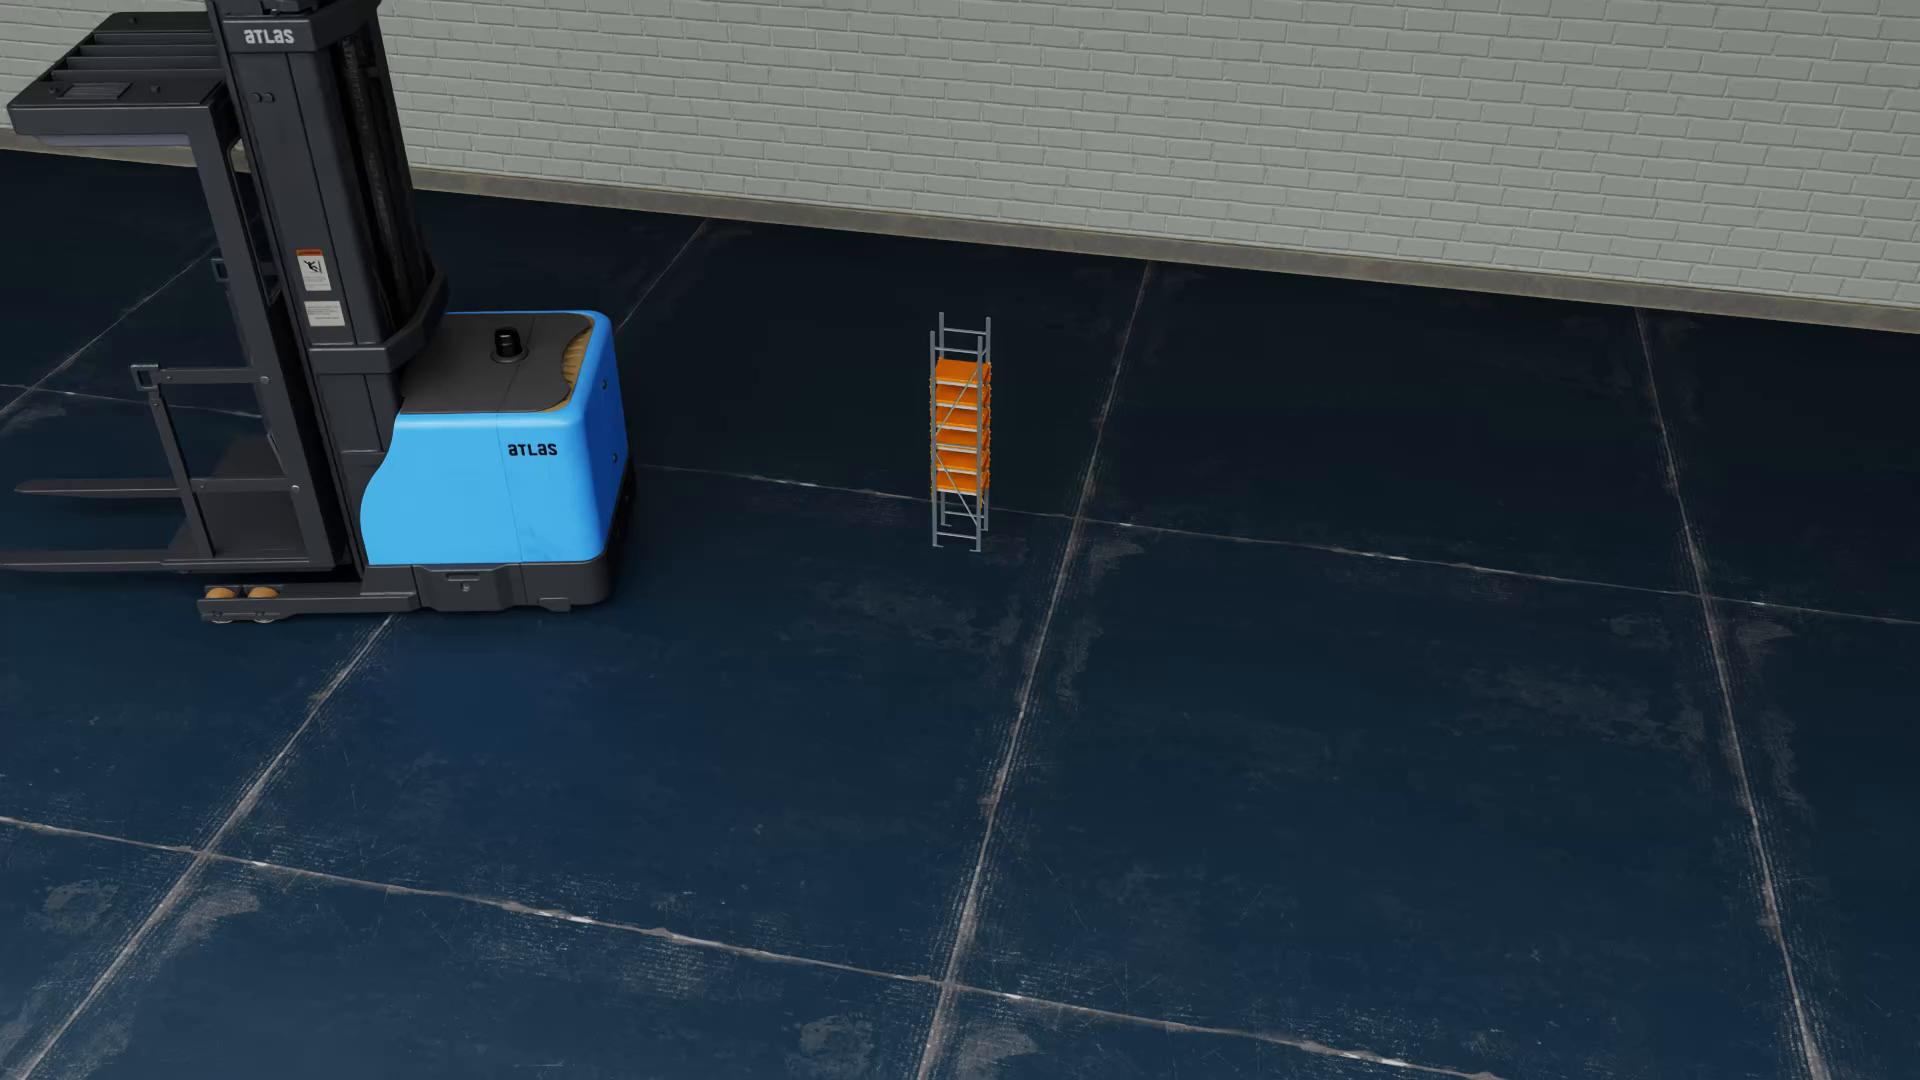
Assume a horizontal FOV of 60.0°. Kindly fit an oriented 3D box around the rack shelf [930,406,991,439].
[{"bbox_3d":[0.003,-0.555,7.865,0.258,0.103,0.180,7,37,10],"label":"rack shelf"}]

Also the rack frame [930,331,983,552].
[{"bbox_3d":[-0.016,-0.442,7.837,0.240,1.200,0.006,7,37,10],"label":"rack frame"}]

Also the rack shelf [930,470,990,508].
[{"bbox_3d":[0.003,-0.264,8.076,0.258,0.103,0.180,7,37,10],"label":"rack shelf"}]

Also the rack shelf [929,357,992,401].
[{"bbox_3d":[0.003,-0.750,7.724,0.258,0.103,0.180,7,37,10],"label":"rack shelf"}]

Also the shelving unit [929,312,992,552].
[{"bbox_3d":[0.003,-0.494,7.909,0.258,1.200,0.189,7,37,10],"label":"shelving unit"}]

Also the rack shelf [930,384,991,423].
[{"bbox_3d":[0.003,-0.652,7.795,0.258,0.103,0.180,7,37,10],"label":"rack shelf"}]

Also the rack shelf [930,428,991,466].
[{"bbox_3d":[0.003,-0.458,7.935,0.258,0.103,0.180,7,37,10],"label":"rack shelf"}]

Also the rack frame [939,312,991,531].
[{"bbox_3d":[0.023,-0.547,7.982,0.240,1.200,0.006,7,37,10],"label":"rack frame"}]

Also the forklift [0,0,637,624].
[{"bbox_3d":[-3.153,-1.115,7.291,3.031,2.935,1.130,-1,36,-1],"label":"forklift"}]

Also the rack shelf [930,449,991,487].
[{"bbox_3d":[0.003,-0.361,8.006,0.258,0.103,0.180,7,37,10],"label":"rack shelf"}]
